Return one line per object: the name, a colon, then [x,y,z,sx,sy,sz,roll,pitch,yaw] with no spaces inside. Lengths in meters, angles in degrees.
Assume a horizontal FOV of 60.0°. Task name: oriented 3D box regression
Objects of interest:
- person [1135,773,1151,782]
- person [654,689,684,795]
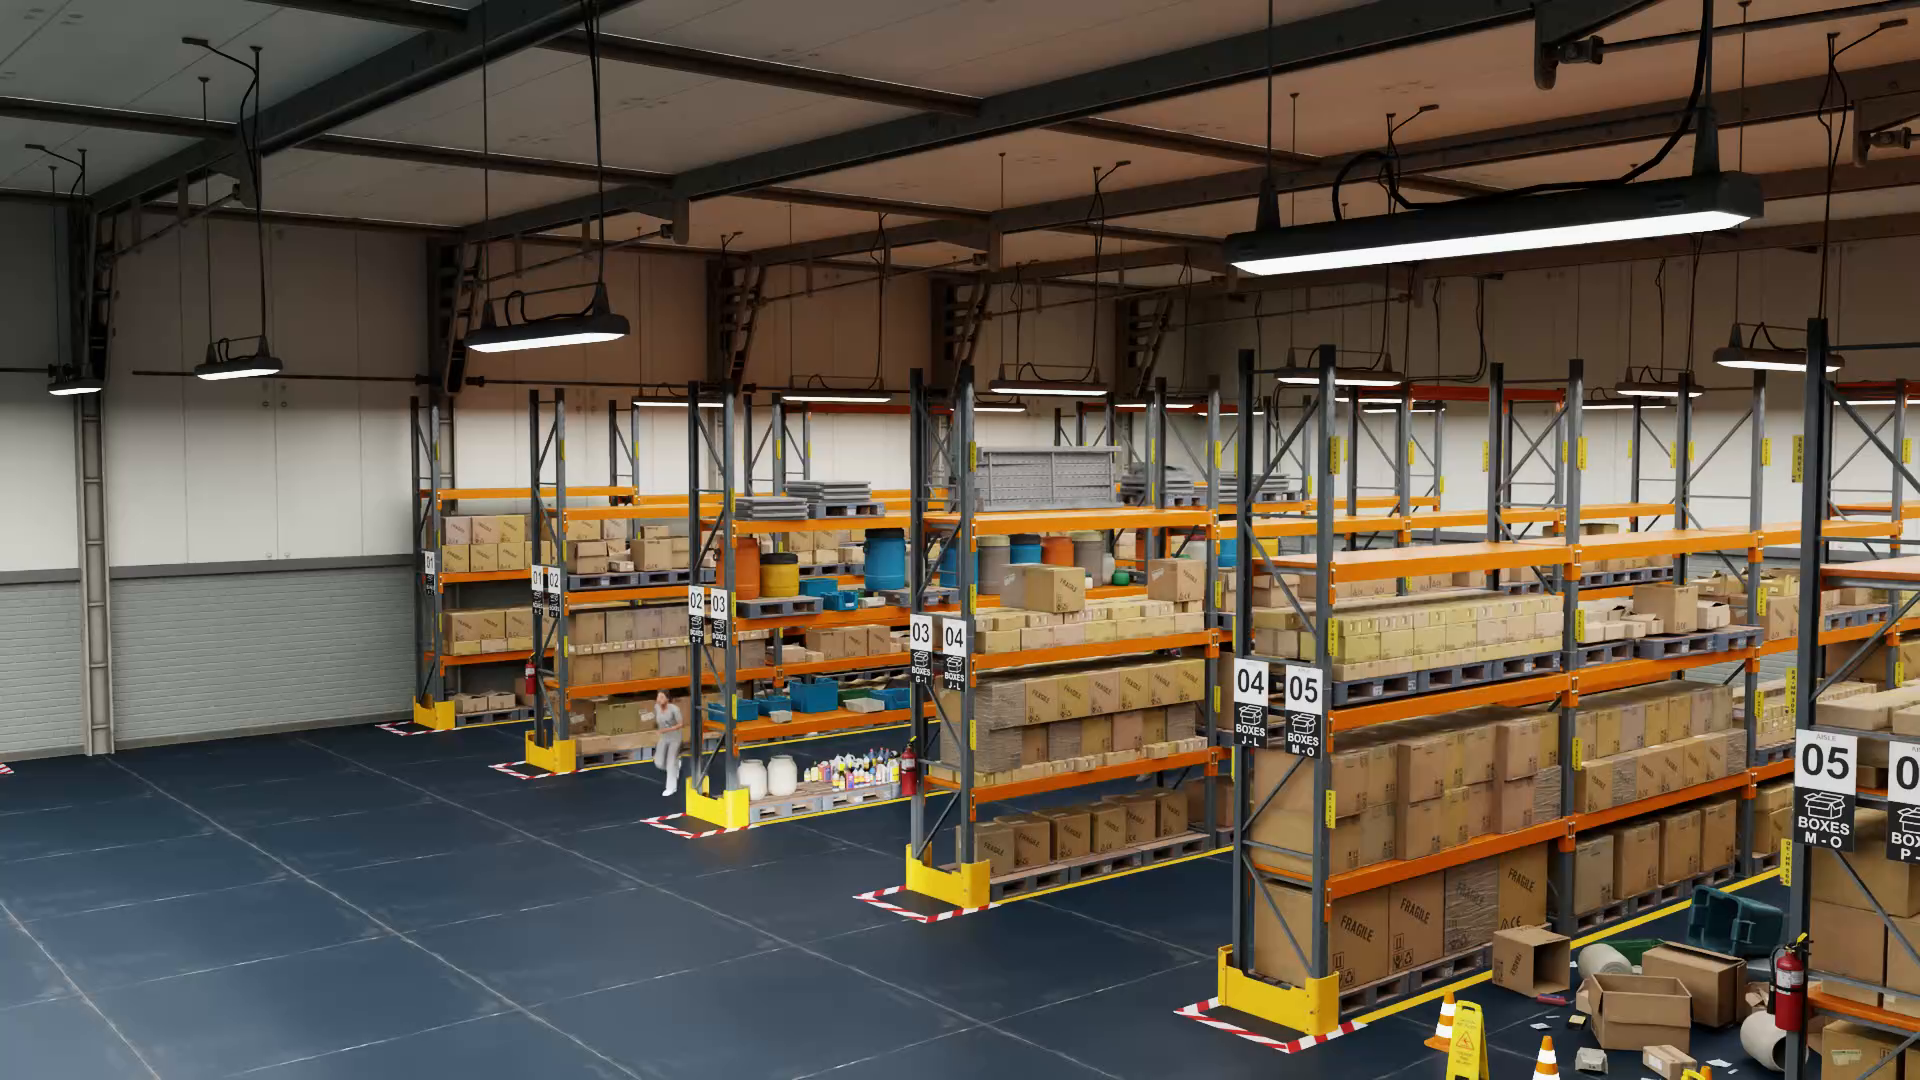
person: [2.964,2.793,25.449,0.694,1.779,0.664,-3,4,-37]
person: [-4.266,2.947,24.309,0.553,1.597,0.686,1,4,19]
